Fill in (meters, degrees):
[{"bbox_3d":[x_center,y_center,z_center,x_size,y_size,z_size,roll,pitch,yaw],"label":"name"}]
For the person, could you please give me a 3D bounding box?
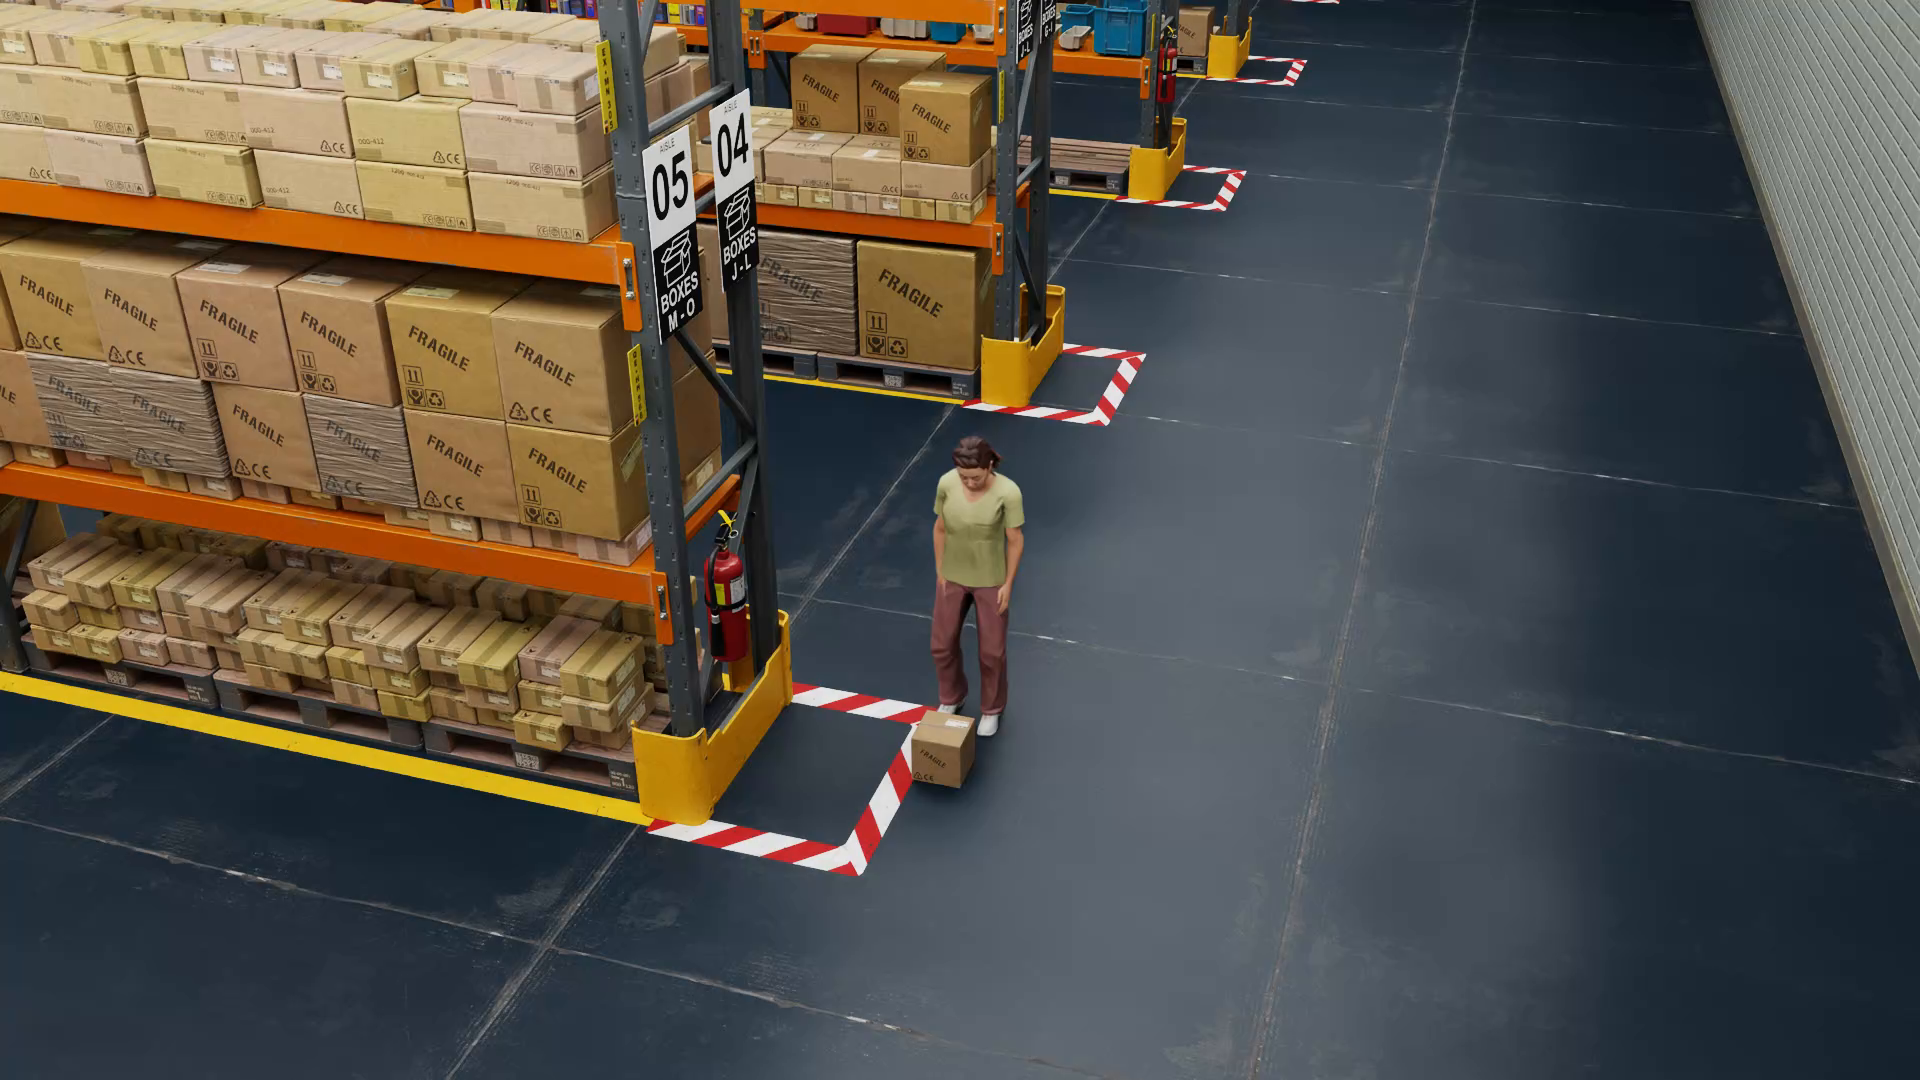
[{"bbox_3d":[0.080,0.205,8.178,0.463,1.645,0.354,10,31,17],"label":"person"}]
